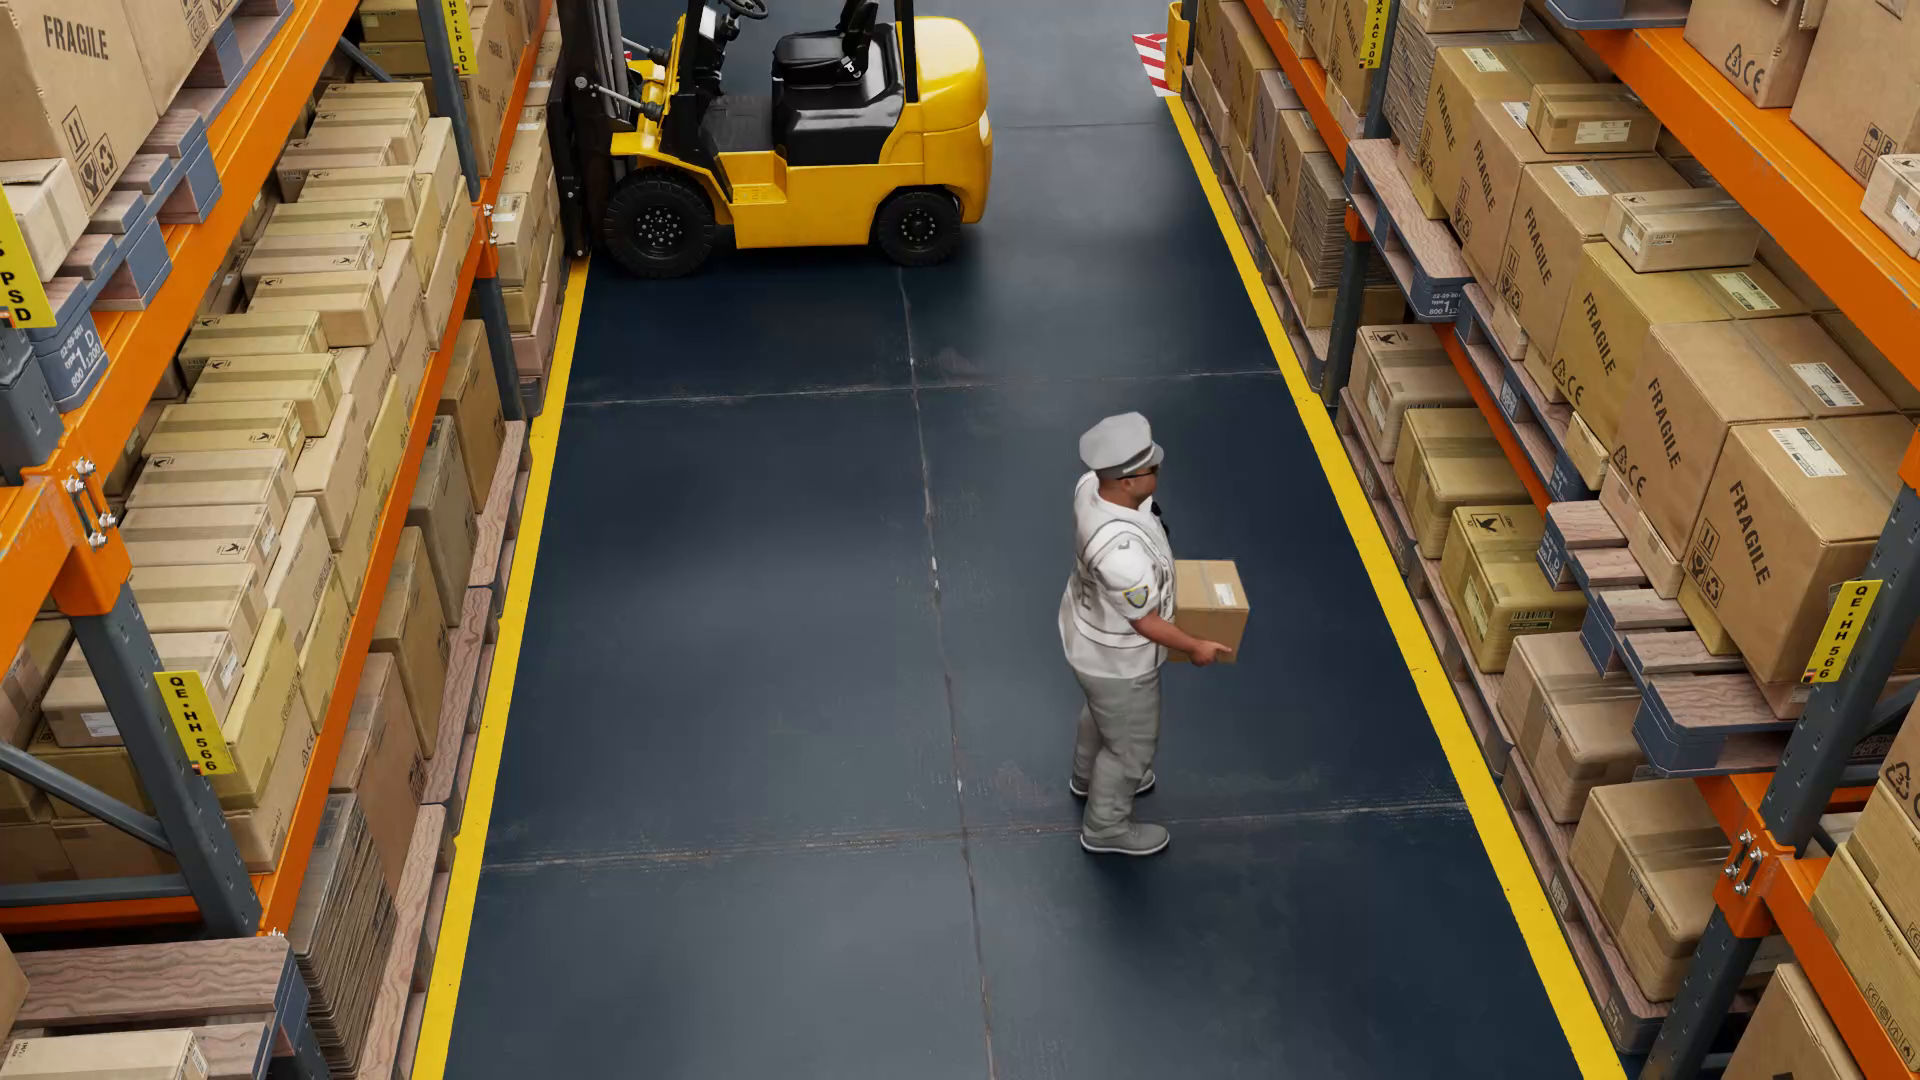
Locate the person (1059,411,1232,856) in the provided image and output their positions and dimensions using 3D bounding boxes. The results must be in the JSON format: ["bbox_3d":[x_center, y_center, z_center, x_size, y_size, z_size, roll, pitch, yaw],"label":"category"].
[{"bbox_3d":[0.624,0.328,5.720,0.557,1.774,0.514,-3,39,-4],"label":"person"}]
